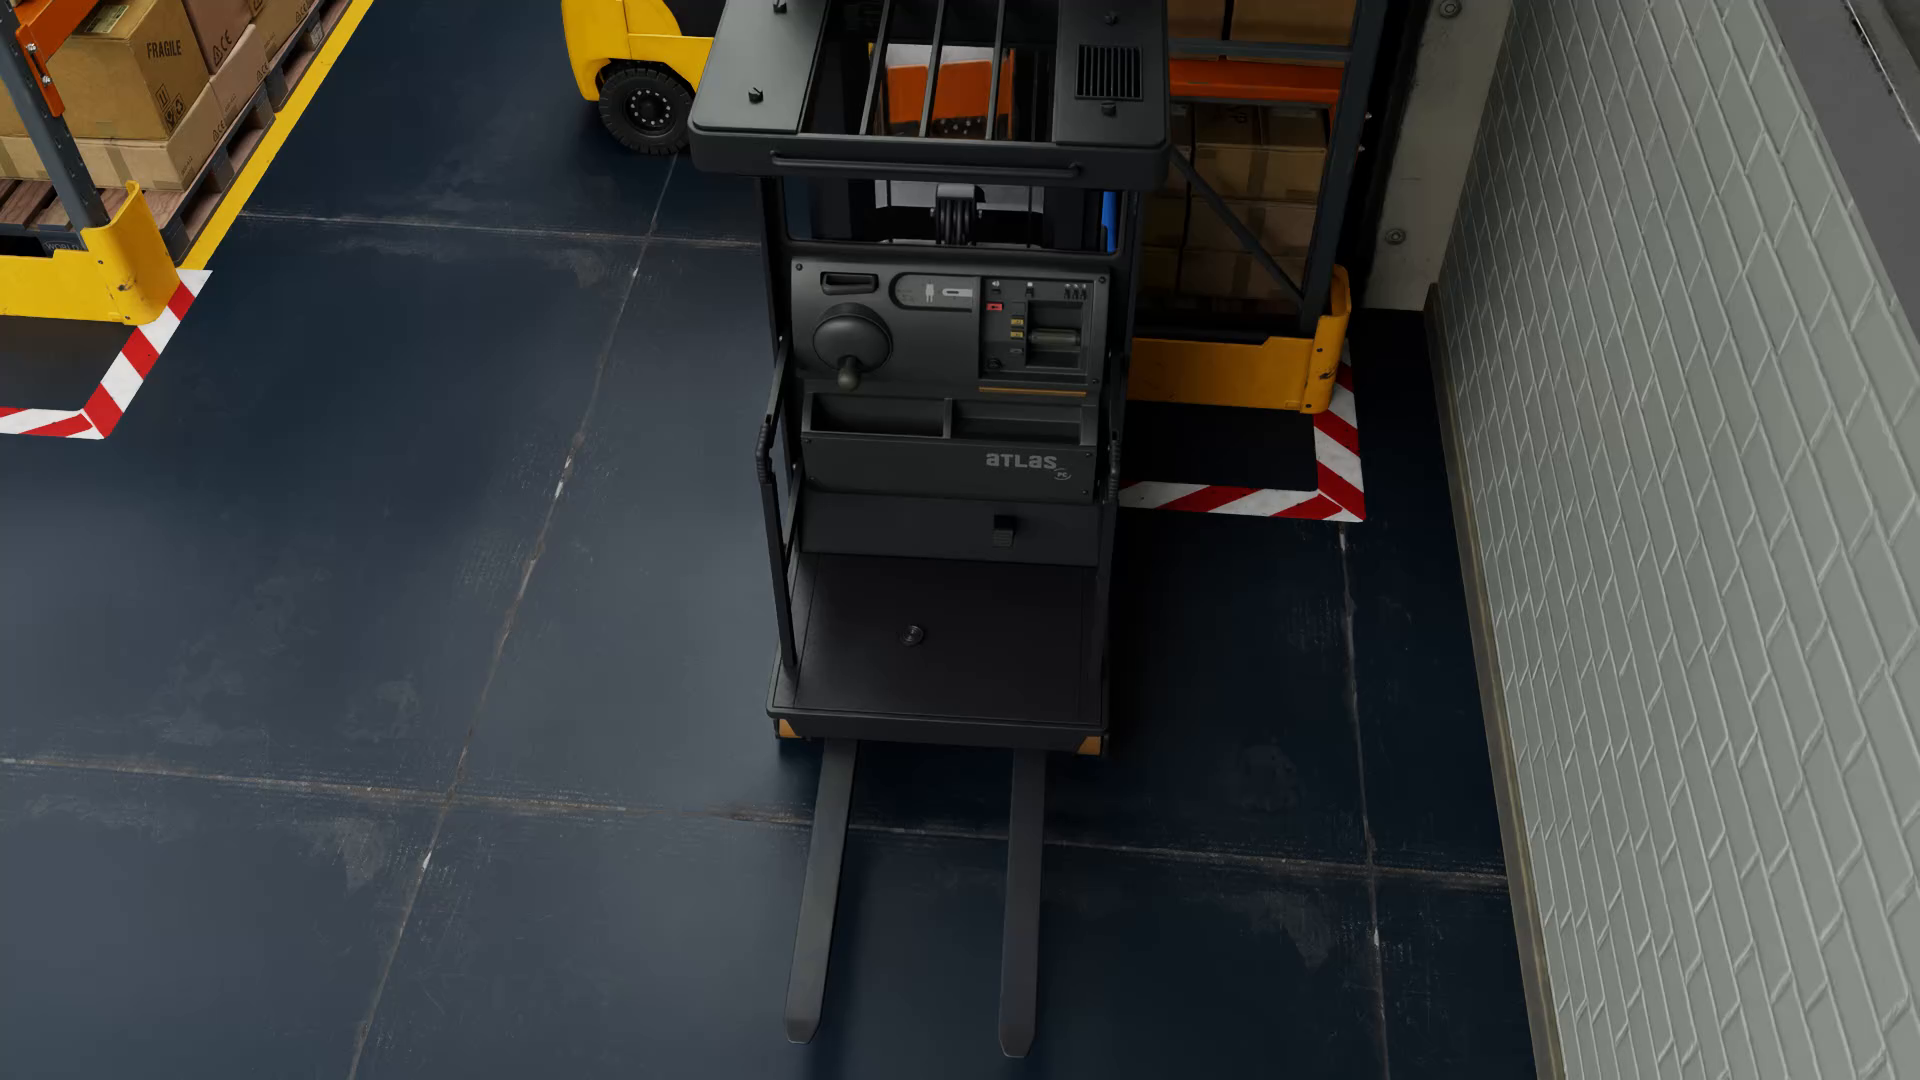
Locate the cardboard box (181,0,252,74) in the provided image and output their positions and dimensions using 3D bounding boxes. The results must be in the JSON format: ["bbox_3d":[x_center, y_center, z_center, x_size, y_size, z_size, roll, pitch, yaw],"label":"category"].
[{"bbox_3d":[-3.618,-2.476,7.552,0.500,0.500,0.500,2,48,2],"label":"cardboard box"}]

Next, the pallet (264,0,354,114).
[{"bbox_3d":[-3.782,-2.636,8.518,1.003,0.211,1.213,4,48,4],"label":"pallet"}]

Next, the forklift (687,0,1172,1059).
[{"bbox_3d":[-0.043,-0.528,4.747,1.130,2.935,3.031,3,48,3],"label":"forklift"}]

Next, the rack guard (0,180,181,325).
[{"bbox_3d":[-4.005,-1.245,7.050,1.175,0.500,0.348,4,48,4],"label":"rack guard"}]

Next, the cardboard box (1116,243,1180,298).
[{"bbox_3d":[0.660,-1.282,6.969,0.500,0.250,0.500,4,48,4],"label":"cardboard box"}]

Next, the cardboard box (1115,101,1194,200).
[{"bbox_3d":[0.663,-1.612,6.593,0.500,0.250,0.500,5,48,5],"label":"cardboard box"}]

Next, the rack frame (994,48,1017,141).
[{"bbox_3d":[0.174,-1.765,6.425,0.015,2.100,0.400,-6,44,-6],"label":"rack frame"}]

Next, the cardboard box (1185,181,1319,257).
[{"bbox_3d":[1.182,-1.416,6.752,0.500,0.250,0.500,5,48,4],"label":"cardboard box"}]

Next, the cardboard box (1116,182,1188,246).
[{"bbox_3d":[0.665,-1.463,6.795,0.500,0.250,0.500,3,48,3],"label":"cardboard box"}]

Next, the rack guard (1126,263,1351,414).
[{"bbox_3d":[0.930,-0.841,6.680,1.175,0.500,0.348,4,48,4],"label":"rack guard"}]

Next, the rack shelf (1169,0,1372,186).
[{"bbox_3d":[1.114,-2.929,7.383,1.077,0.370,4.000,4,48,4],"label":"rack shelf"}]

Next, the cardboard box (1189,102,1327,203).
[{"bbox_3d":[1.164,-1.594,6.576,0.500,0.250,0.500,3,48,3],"label":"cardboard box"}]

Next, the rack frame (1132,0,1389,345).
[{"bbox_3d":[0.932,-1.702,5.774,1.000,3.000,0.127,4,48,4],"label":"rack frame"}]

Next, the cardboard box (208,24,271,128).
[{"bbox_3d":[-3.608,-2.195,7.804,0.500,0.250,0.500,5,48,5],"label":"cardboard box"}]

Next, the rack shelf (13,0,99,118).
[{"bbox_3d":[-3.829,-3.260,7.686,1.077,0.370,4.000,4,48,4],"label":"rack shelf"}]

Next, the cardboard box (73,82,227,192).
[{"bbox_3d":[-3.663,-1.821,7.461,0.500,0.250,0.500,4,48,3],"label":"cardboard box"}]

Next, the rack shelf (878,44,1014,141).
[{"bbox_3d":[-0.067,-1.730,6.411,0.480,0.518,0.431,-6,44,-6],"label":"rack shelf"}]

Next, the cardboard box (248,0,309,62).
[{"bbox_3d":[-3.571,-2.597,8.172,0.500,0.250,0.500,7,48,6],"label":"cardboard box"}]

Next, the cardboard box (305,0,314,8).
[{"bbox_3d":[-3.523,-2.968,8.511,0.500,0.250,0.500,5,48,4],"label":"cardboard box"}]

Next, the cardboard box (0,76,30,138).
[{"bbox_3d":[-4.198,-2.106,7.214,0.500,0.500,0.500,4,48,4],"label":"cardboard box"}]

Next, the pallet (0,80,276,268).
[{"bbox_3d":[-3.895,-1.742,7.700,1.003,0.211,1.213,4,48,4],"label":"pallet"}]

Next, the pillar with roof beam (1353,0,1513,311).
[{"bbox_3d":[-2.394,-4.467,4.237,9.100,9.000,0.400,4,48,4],"label":"pillar with roof beam"}]

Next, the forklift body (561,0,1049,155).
[{"bbox_3d":[-0.712,-2.932,7.474,2.313,2.155,1.214,4,48,4],"label":"forklift body"}]

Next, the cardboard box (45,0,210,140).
[{"bbox_3d":[-3.661,-2.091,7.201,0.500,0.500,0.500,2,48,2],"label":"cardboard box"}]

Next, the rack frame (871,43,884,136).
[{"bbox_3d":[-0.309,-1.715,6.378,0.015,2.100,0.400,-6,44,-6],"label":"rack frame"}]

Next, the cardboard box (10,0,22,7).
[{"bbox_3d":[-3.774,-2.184,6.385,0.380,0.149,0.250,4,48,4],"label":"cardboard box"}]

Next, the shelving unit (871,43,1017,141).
[{"bbox_3d":[-0.067,-1.740,6.401,0.503,2.100,0.431,-6,44,-6],"label":"shelving unit"}]

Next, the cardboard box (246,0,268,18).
[{"bbox_3d":[-3.564,-2.844,7.889,0.500,0.500,0.500,5,48,4],"label":"cardboard box"}]

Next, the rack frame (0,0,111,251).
[{"bbox_3d":[-4.011,-2.033,6.077,1.000,3.000,0.127,4,48,4],"label":"rack frame"}]

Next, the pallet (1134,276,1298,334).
[{"bbox_3d":[0.960,-1.326,7.319,1.003,0.211,1.213,4,48,4],"label":"pallet"}]

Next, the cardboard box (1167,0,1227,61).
[{"bbox_3d":[0.715,-2.115,6.084,0.500,0.500,0.500,3,48,3],"label":"cardboard box"}]

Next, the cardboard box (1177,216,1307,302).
[{"bbox_3d":[1.171,-1.263,6.952,0.500,0.250,0.500,4,48,4],"label":"cardboard box"}]

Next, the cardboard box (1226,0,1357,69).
[{"bbox_3d":[1.254,-2.081,6.053,0.500,0.500,0.500,5,48,5],"label":"cardboard box"}]

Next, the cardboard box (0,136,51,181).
[{"bbox_3d":[-4.204,-1.876,7.512,0.500,0.250,0.500,4,48,3],"label":"cardboard box"}]
